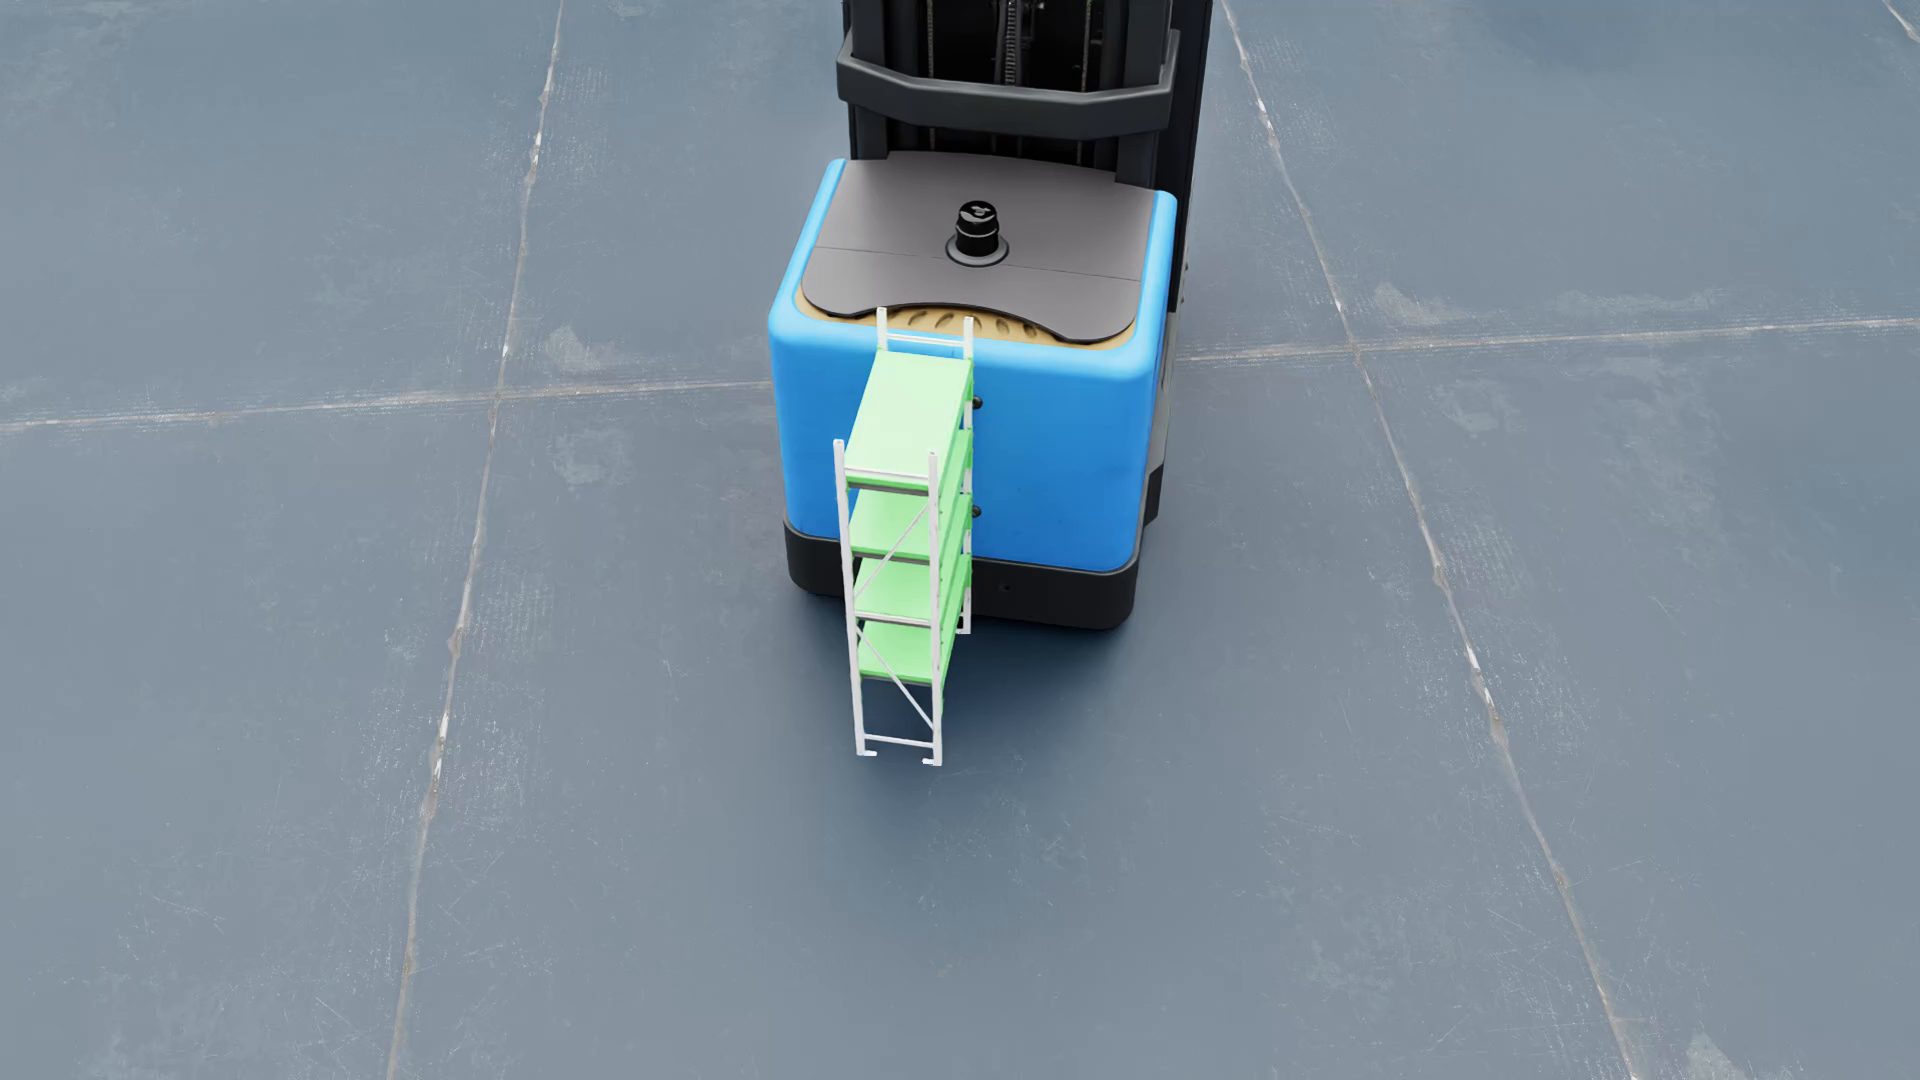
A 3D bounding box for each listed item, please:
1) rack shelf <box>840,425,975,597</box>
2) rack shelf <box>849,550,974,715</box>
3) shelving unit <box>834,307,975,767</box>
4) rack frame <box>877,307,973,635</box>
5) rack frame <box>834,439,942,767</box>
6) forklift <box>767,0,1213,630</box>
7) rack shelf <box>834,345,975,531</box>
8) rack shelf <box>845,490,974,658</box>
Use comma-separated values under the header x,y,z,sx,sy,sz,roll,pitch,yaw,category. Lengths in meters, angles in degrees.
x,y,z,sx,sy,sz,roll,pitch,yaw,category
-0.129,-0.094,4.270,0.258,0.148,0.480,7,47,7,rack shelf
-0.129,0.236,4.619,0.258,0.148,0.480,7,47,7,rack shelf
-0.129,0.027,4.398,0.258,1.200,0.503,7,47,7,shelving unit
-0.087,-0.148,4.563,0.240,1.200,0.015,7,47,7,rack frame
-0.170,0.202,4.233,0.240,1.200,0.015,7,47,7,rack frame
0.236,-1.829,4.964,1.130,2.935,3.031,7,47,7,forklift
-0.129,-0.259,4.096,0.258,0.148,0.480,7,47,7,rack shelf
-0.129,0.071,4.444,0.258,0.148,0.480,7,47,7,rack shelf
